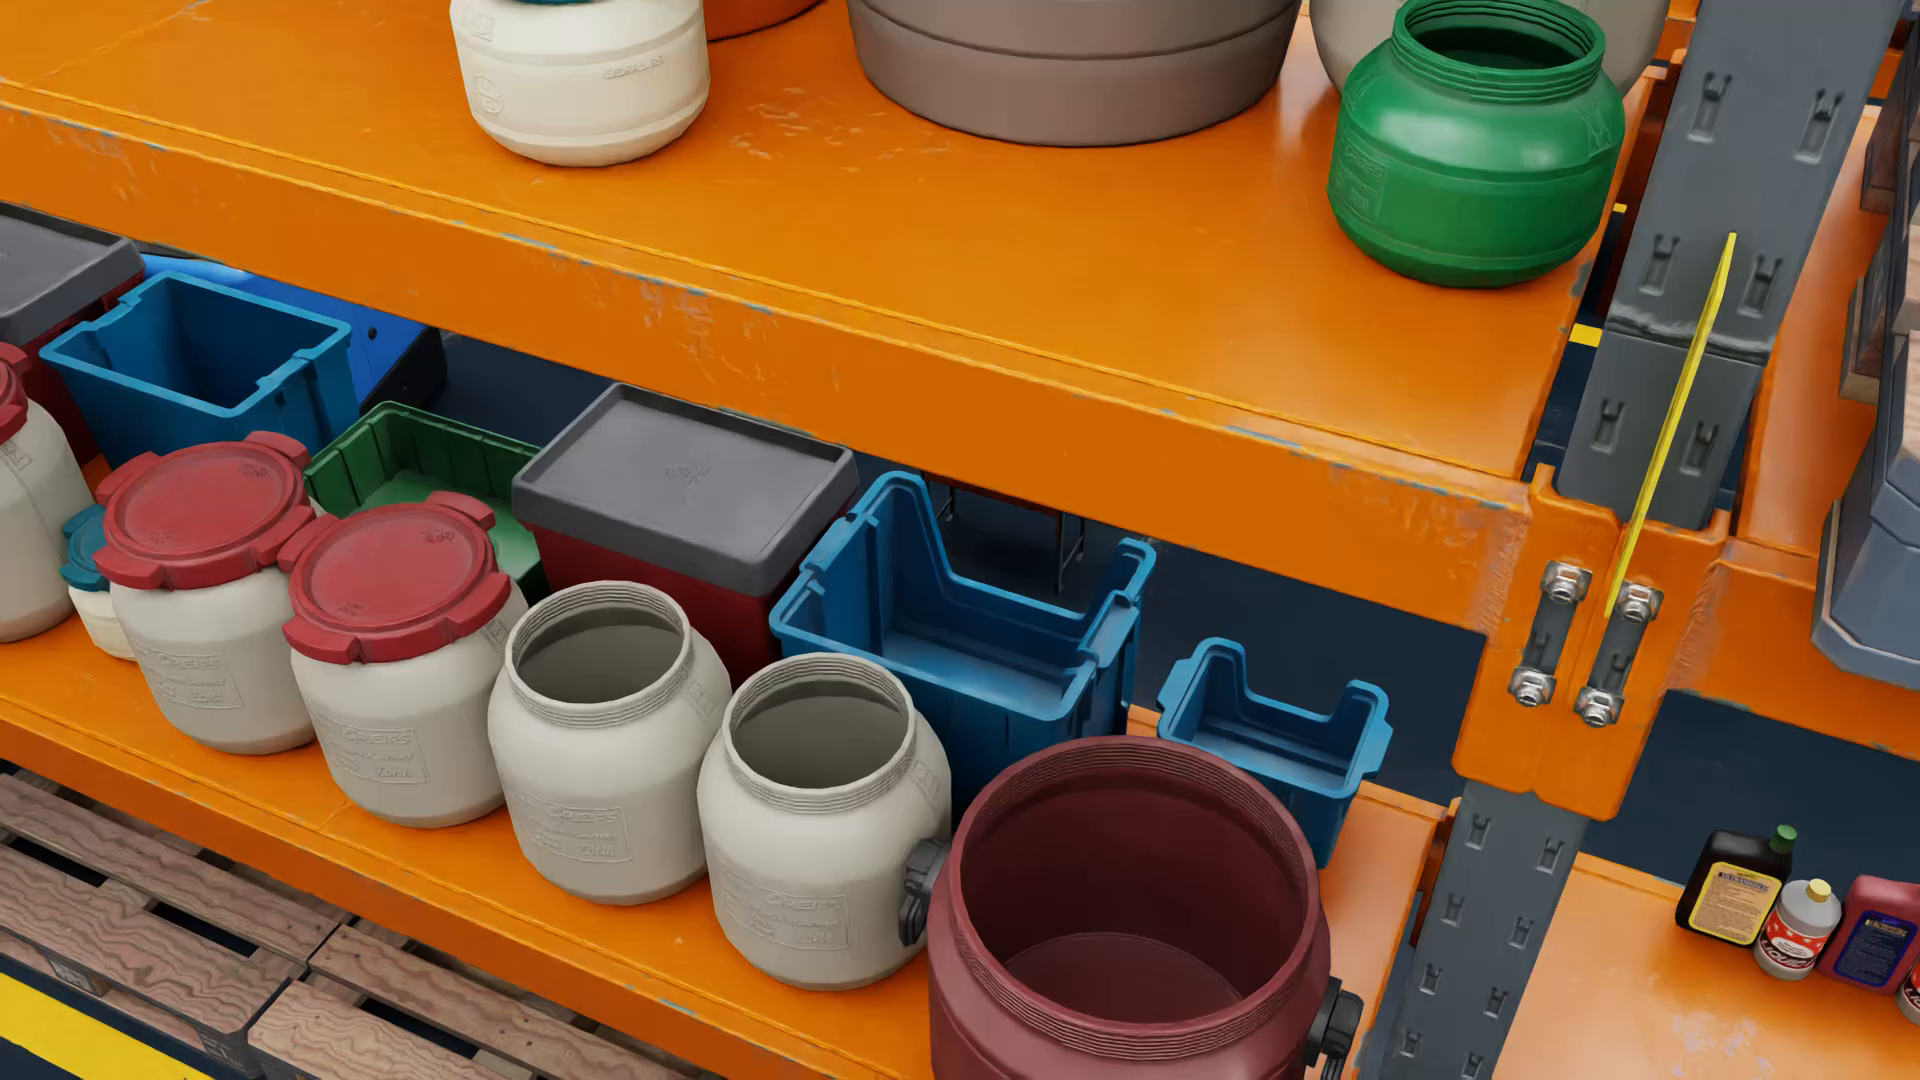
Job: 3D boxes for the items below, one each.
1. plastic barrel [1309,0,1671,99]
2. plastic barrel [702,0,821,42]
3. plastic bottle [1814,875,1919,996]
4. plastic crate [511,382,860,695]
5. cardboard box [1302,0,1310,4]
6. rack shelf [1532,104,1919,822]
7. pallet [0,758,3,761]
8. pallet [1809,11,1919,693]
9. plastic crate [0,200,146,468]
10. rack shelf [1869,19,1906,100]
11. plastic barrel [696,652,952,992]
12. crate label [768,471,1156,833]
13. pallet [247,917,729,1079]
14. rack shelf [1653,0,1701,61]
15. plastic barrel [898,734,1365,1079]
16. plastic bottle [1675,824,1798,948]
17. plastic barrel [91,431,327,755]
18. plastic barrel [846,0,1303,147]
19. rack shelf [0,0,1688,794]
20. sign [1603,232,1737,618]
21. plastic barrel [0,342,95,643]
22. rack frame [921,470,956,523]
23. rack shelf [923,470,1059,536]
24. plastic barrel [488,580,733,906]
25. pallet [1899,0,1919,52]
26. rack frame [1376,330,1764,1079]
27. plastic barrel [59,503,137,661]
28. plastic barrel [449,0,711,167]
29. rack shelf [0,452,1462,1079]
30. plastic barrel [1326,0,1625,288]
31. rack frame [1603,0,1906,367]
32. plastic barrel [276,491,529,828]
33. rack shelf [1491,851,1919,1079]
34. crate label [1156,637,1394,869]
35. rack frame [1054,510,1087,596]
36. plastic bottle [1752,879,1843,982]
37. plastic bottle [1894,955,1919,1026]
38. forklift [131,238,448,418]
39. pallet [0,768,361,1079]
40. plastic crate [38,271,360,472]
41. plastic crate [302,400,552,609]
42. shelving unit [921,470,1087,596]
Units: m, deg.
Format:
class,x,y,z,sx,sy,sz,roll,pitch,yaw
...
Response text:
class,x,y,z,sx,sy,sz,roll,pitch,yaw
plastic barrel,0.646,-0.763,1.964,0.421,0.512,0.421,0,41,0
plastic barrel,-0.447,-1.152,2.171,0.708,0.830,0.600,17,44,19
plastic bottle,1.554,0.648,2.802,0.133,0.283,0.061,17,44,19
plastic crate,-0.537,0.028,3.379,0.583,0.464,0.402,17,44,19
cardboard box,1.605,-2.192,7.339,0.500,0.311,0.500,16,43,17
rack shelf,2.611,0.373,1.288,4.000,0.370,1.077,17,44,19
pallet,-3.418,0.416,5.109,1.213,0.211,1.003,17,44,19
pallet,1.450,-0.111,1.442,1.213,0.211,1.003,17,44,19
plastic crate,-2.258,-0.498,3.986,0.583,0.464,0.402,17,44,19
rack shelf,4.709,-1.432,5.662,4.000,0.370,1.077,17,44,19
plastic barrel,-0.224,0.481,2.820,0.421,0.512,0.421,0,41,0
crate label,0.012,0.232,3.165,0.616,0.435,0.502,17,44,19
pallet,-0.989,1.158,4.252,1.213,0.211,1.003,17,44,19
rack shelf,1.084,-2.540,6.940,4.000,0.370,1.077,17,44,19
plastic barrel,0.250,0.681,2.570,0.708,0.536,0.600,17,44,19
plastic bottle,1.345,0.584,2.875,0.133,0.283,0.061,17,44,19
plastic barrel,-1.387,0.120,3.217,0.433,0.535,0.433,0,41,0
plastic barrel,0.146,-0.998,1.938,0.600,0.901,0.600,0,41,0
rack shelf,-1.014,-0.734,2.566,4.000,0.370,1.077,17,44,19
sign,0.572,-0.084,1.347,0.005,0.325,0.100,17,44,19
plastic barrel,-2.052,-0.083,3.452,0.433,0.535,0.433,0,41,0
rack frame,-0.071,-0.475,5.382,0.015,1.200,0.240,17,44,19
rack shelf,0.150,-0.207,5.478,0.480,0.148,0.258,17,44,19
plastic barrel,-0.606,0.364,2.954,0.421,0.512,0.421,0,41,0
pallet,3.540,-2.039,5.959,1.003,0.211,1.213,17,44,19
rack frame,0.798,0.681,2.674,0.127,3.000,1.000,17,44,19
plastic barrel,-1.692,0.083,3.469,0.301,0.262,0.301,0,41,0
plastic barrel,-0.453,-0.614,1.983,0.301,0.262,0.301,0,41,0
rack shelf,-1.014,0.399,3.549,4.000,0.370,1.077,17,44,19
plastic barrel,0.553,-0.432,1.786,0.294,0.245,0.294,0,41,0
rack frame,0.798,-1.586,0.709,0.127,3.000,1.000,17,44,19
plastic barrel,-0.995,0.240,3.079,0.433,0.535,0.433,0,41,0
rack shelf,2.611,1.507,2.271,4.000,0.370,1.077,17,44,19
crate label,0.575,0.405,3.120,0.416,0.233,0.303,17,44,19
rack frame,0.371,-0.340,5.226,0.015,1.200,0.240,17,44,19
plastic bottle,1.442,0.658,2.853,0.097,0.201,0.097,0,41,0
plastic bottle,1.651,0.722,2.779,0.097,0.201,0.097,0,41,0
forklift,-3.540,-1.636,5.400,3.031,2.935,1.130,8,42,10
pallet,-2.098,0.821,4.641,1.213,0.211,1.003,17,44,19
plastic crate,-1.695,-0.300,3.818,0.575,0.384,0.392,17,44,19
plastic crate,-1.129,-0.032,3.658,0.662,0.188,0.450,17,44,19
shelving unit,0.150,-0.408,5.304,0.503,1.200,0.258,17,44,19
